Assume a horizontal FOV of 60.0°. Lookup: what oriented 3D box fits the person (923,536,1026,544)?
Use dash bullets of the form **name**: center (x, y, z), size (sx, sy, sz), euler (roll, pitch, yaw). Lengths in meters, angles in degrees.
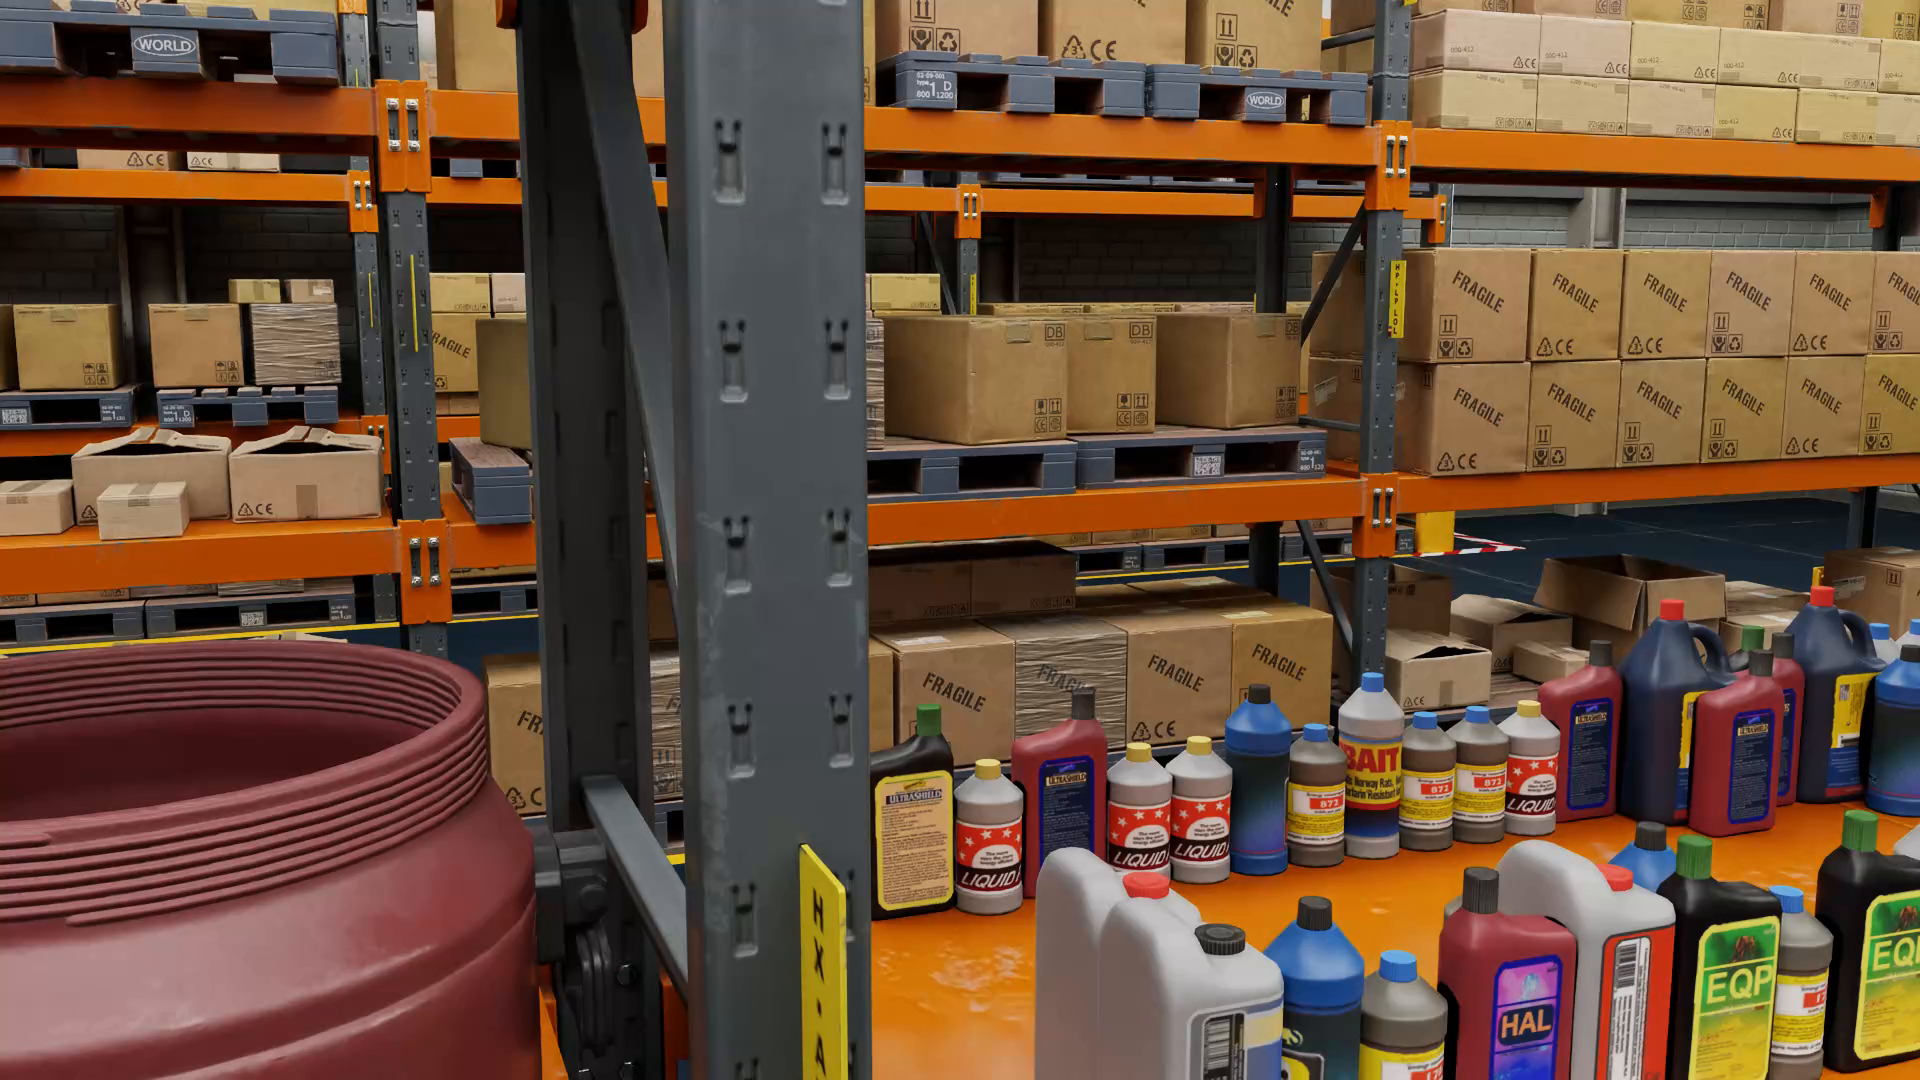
- **person**: center (0.065, -0.054, 9.648), size (0.588, 1.466, 0.615), euler (-3, 9, -21)
